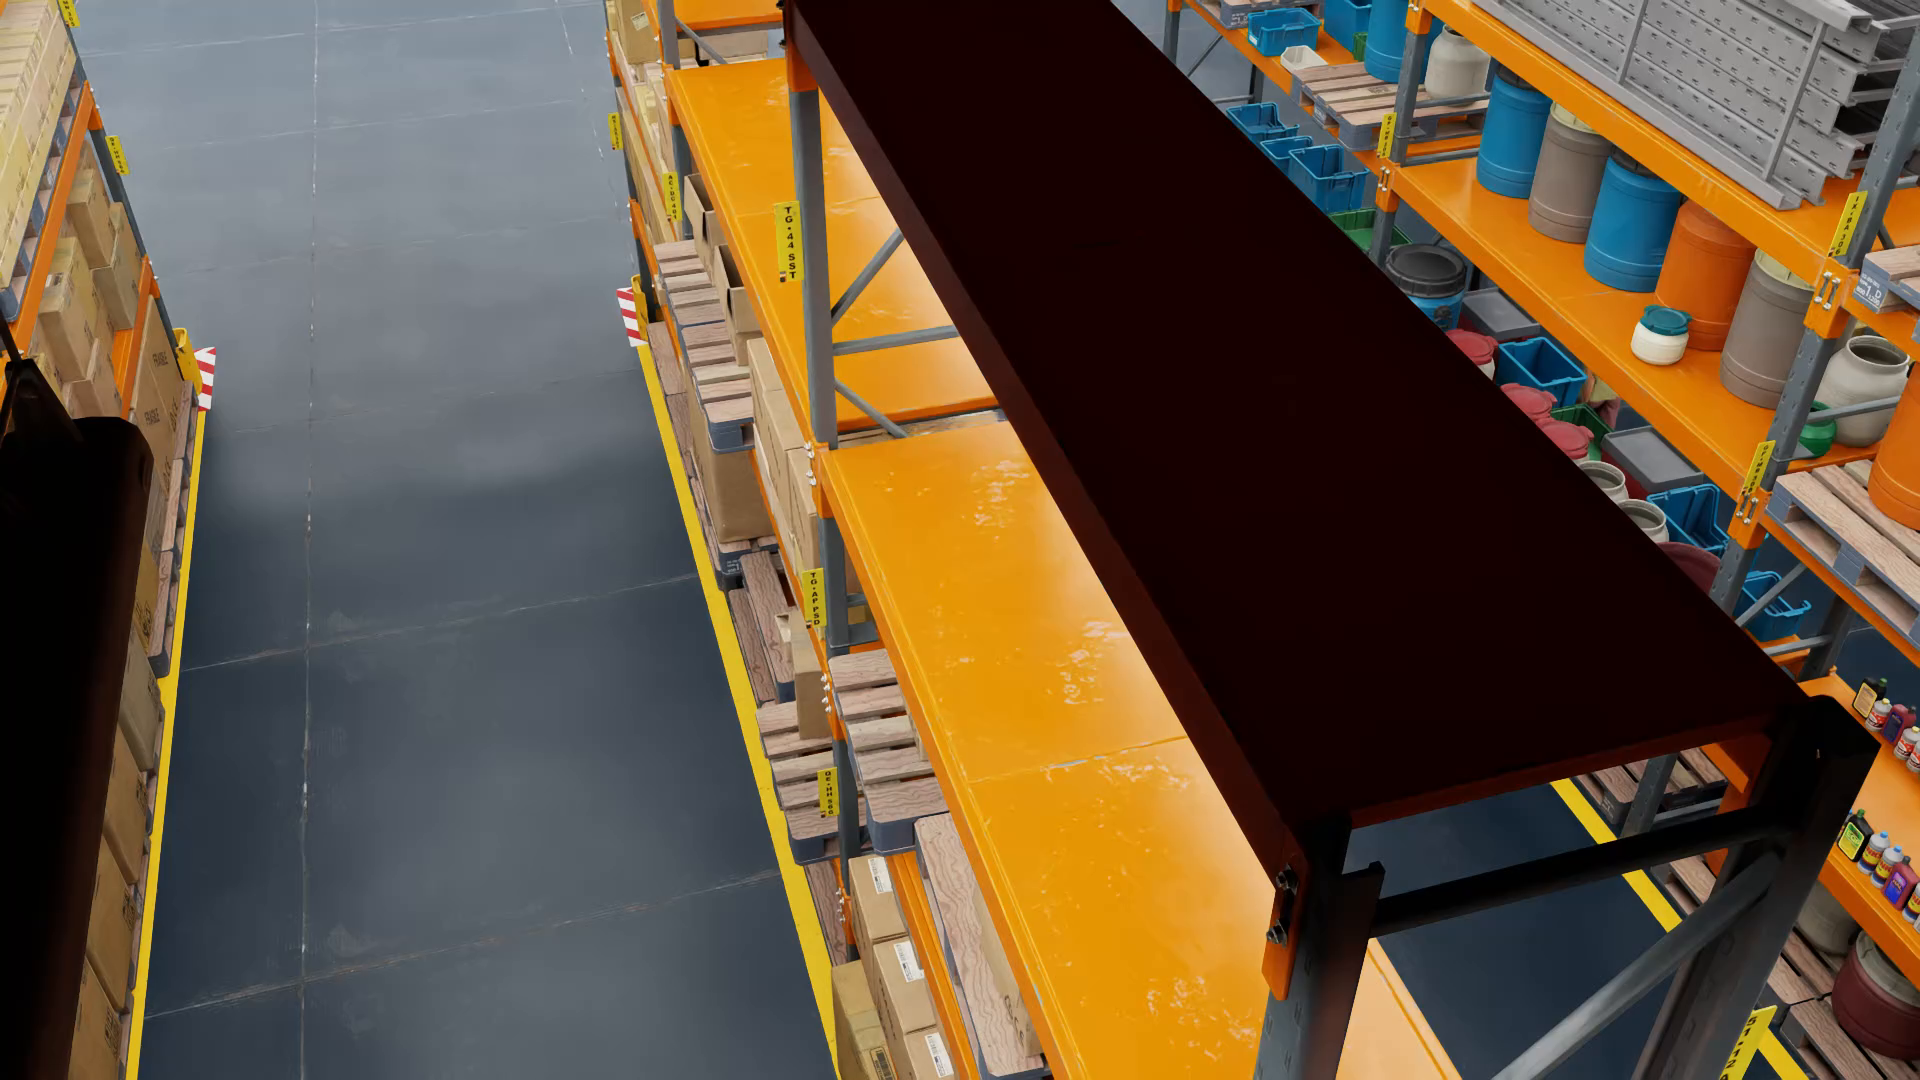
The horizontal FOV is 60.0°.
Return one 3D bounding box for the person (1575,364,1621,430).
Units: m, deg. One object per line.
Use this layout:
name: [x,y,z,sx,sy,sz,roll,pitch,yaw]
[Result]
person: [4.970,-1.202,13.046,0.435,1.585,1.138,-5,39,-7]
